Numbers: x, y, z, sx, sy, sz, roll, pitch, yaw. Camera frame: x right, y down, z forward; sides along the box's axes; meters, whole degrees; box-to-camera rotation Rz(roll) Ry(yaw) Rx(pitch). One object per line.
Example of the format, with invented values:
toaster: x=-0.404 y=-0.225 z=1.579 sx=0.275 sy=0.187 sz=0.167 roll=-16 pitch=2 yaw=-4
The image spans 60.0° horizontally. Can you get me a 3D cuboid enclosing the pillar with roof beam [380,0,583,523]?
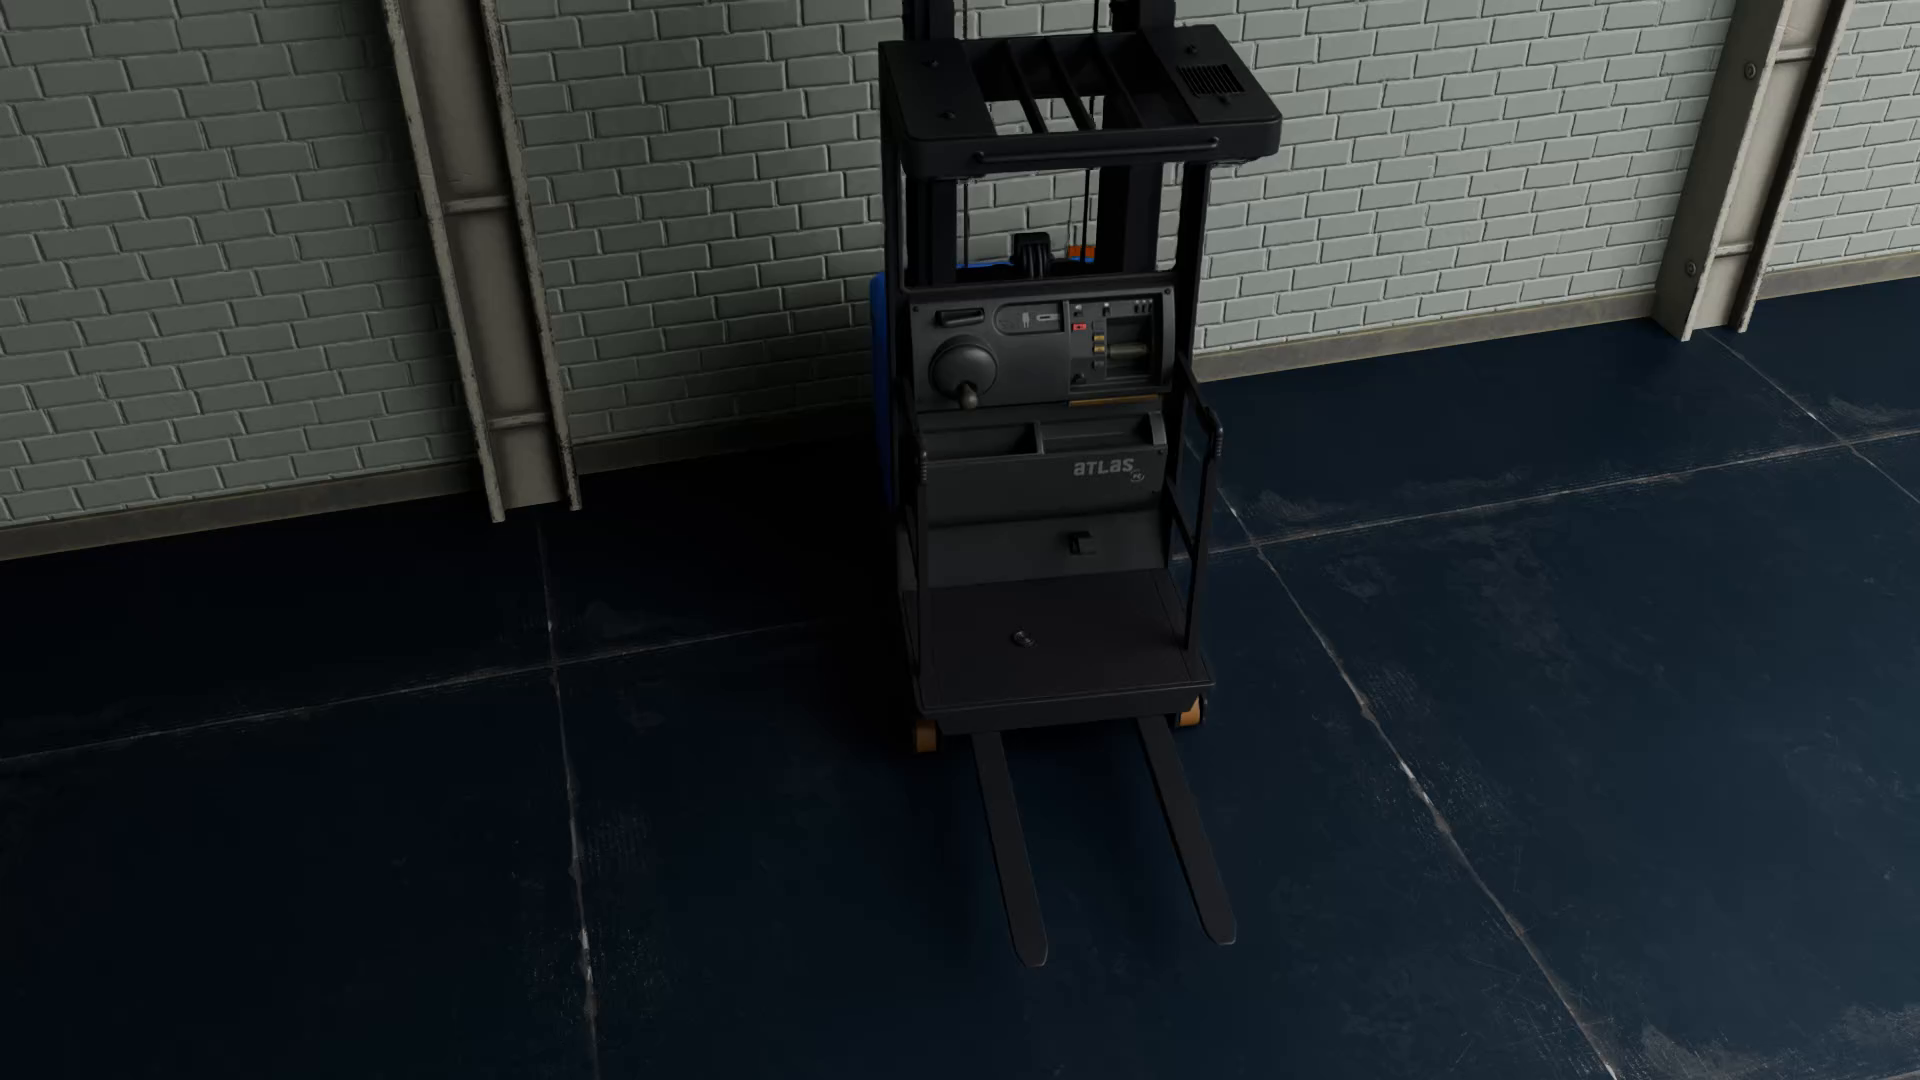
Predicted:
pillar with roof beam: x=-0.796 y=-1.246 z=1.473 sx=0.400 sy=9.000 sz=9.100 roll=-9 pitch=38 yaw=-12

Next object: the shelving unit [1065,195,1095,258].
shelving unit: x=0.558 y=-0.948 z=7.502 sx=0.189 sy=1.200 sz=0.258 roll=4 pitch=38 yaw=5

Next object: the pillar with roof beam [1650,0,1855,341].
pillar with roof beam: x=4.997 y=-2.197 z=2.715 sx=0.400 sy=9.000 sz=9.100 roll=-9 pitch=38 yaw=-12

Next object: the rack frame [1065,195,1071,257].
rack frame: x=0.467 y=-0.955 z=7.511 sx=0.006 sy=1.200 sz=0.240 roll=4 pitch=38 yaw=5

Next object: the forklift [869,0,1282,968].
forklift: x=0.322 y=-0.602 z=5.625 sx=1.130 sy=2.935 sz=3.031 roll=-5 pitch=38 yaw=-6

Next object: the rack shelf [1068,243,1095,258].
rack shelf: x=0.558 y=-1.199 z=7.311 sx=0.180 sy=0.103 sz=0.258 roll=4 pitch=38 yaw=5
